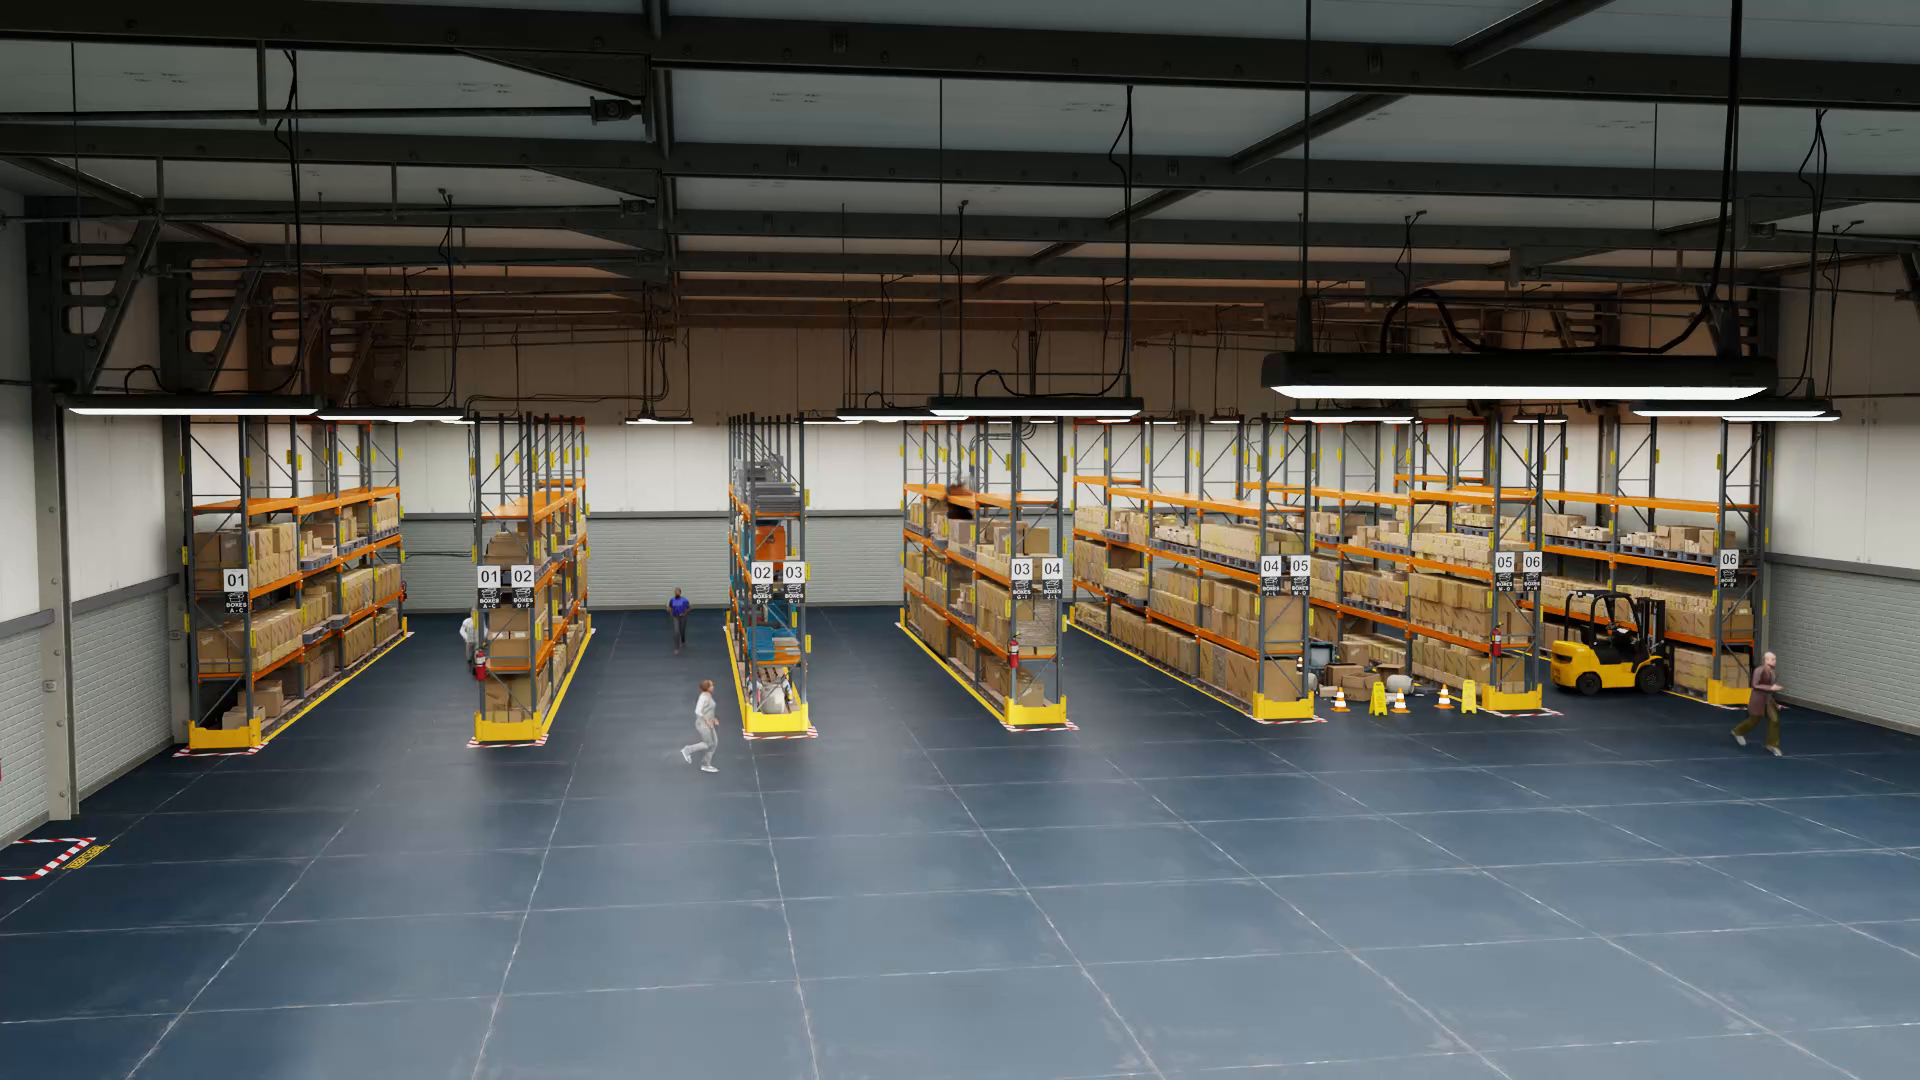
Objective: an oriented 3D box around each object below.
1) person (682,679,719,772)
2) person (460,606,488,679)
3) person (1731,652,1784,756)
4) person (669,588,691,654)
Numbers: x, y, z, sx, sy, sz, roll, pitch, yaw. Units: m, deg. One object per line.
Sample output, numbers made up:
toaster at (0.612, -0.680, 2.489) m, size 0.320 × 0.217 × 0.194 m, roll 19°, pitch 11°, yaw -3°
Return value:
person at (-4.311, 3.077, 27.621) m, size 0.598 × 1.554 × 0.522 m, roll 1°, pitch 4°, yaw 8°
person at (-11.067, 2.321, 37.882) m, size 0.601 × 1.652 × 0.543 m, roll -1°, pitch 4°, yaw -17°
person at (14.084, 2.864, 29.313) m, size 0.739 × 1.819 × 1.038 m, roll -2°, pitch 4°, yaw -29°
person at (-7.078, 2.026, 42.011) m, size 0.573 × 1.641 × 0.838 m, roll 0°, pitch 4°, yaw -2°
